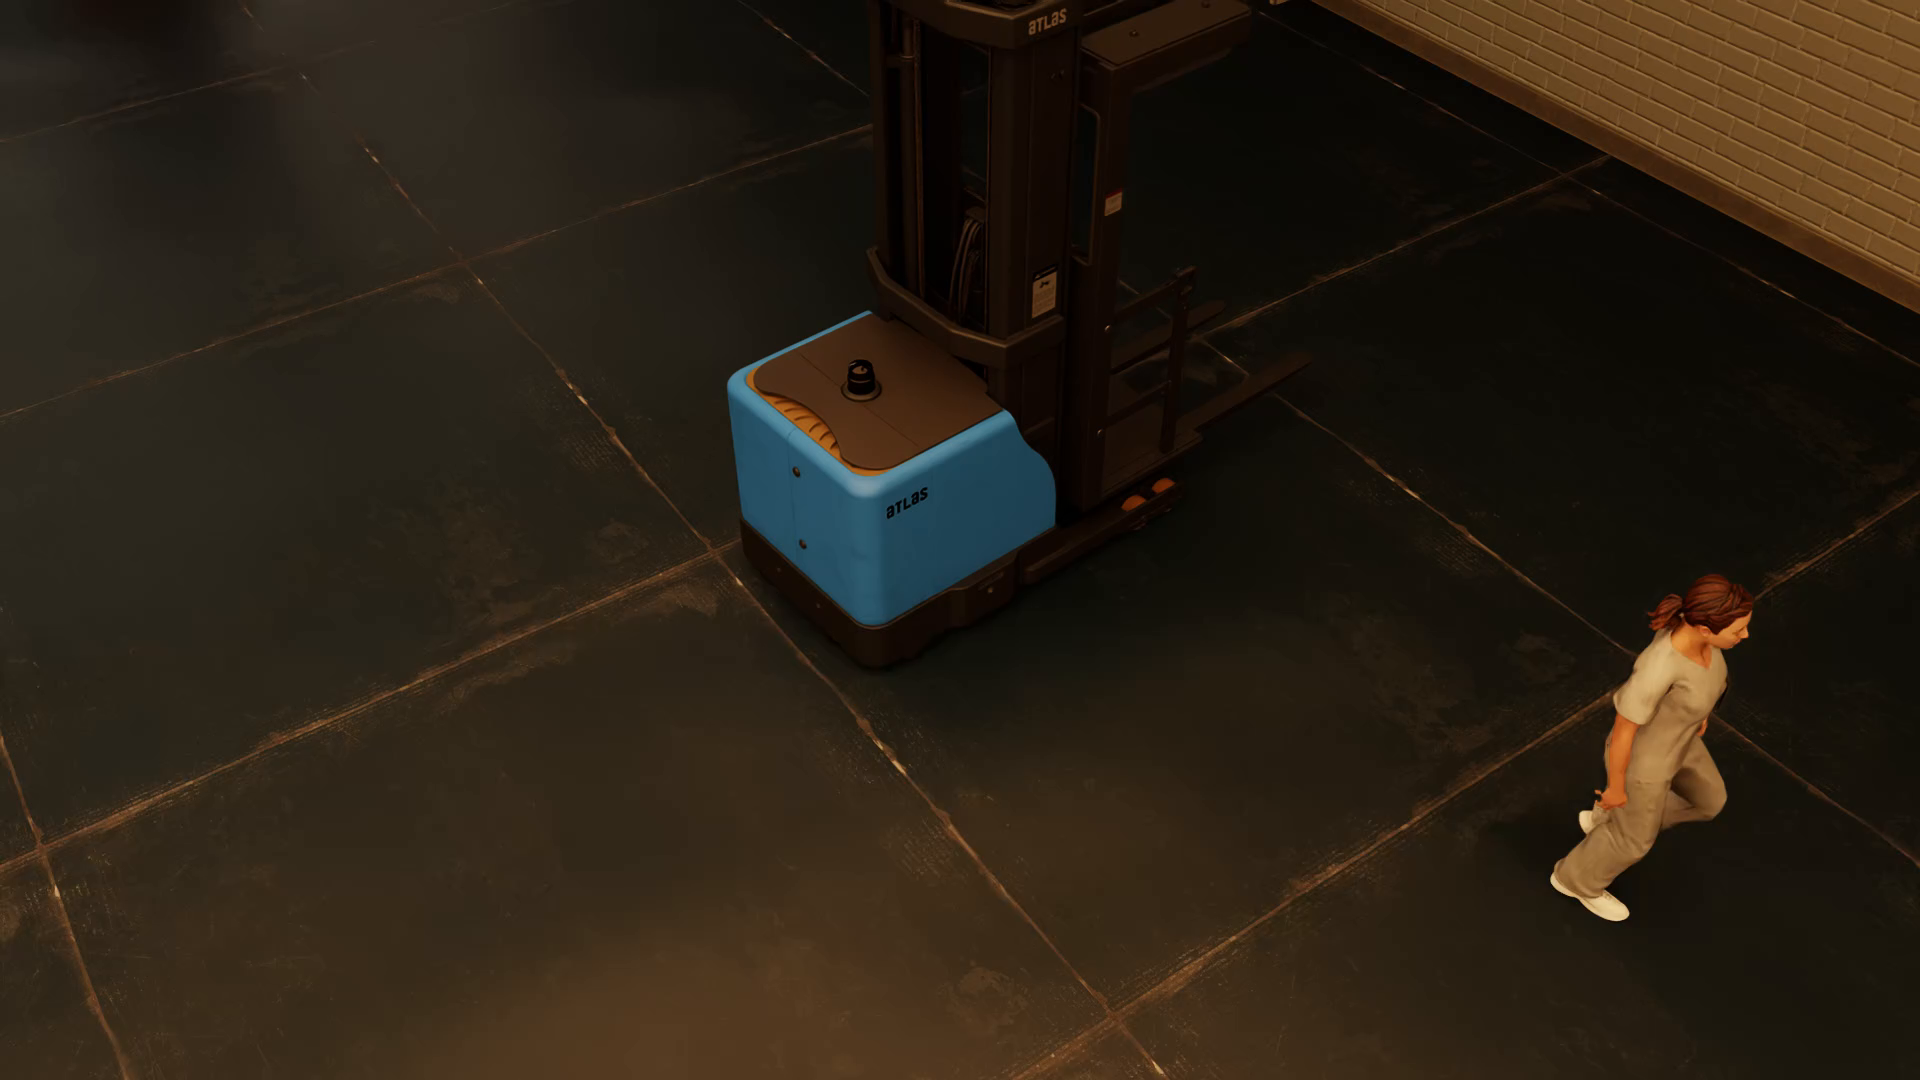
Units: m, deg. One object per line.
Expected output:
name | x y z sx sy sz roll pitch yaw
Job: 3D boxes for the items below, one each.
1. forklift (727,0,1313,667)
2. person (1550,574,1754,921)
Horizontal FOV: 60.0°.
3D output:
forklift | 0.448 -1.375 7.208 3.031 2.935 1.130 -29 50 -28
person | 2.481 0.754 5.841 0.464 1.655 0.578 28 50 27
